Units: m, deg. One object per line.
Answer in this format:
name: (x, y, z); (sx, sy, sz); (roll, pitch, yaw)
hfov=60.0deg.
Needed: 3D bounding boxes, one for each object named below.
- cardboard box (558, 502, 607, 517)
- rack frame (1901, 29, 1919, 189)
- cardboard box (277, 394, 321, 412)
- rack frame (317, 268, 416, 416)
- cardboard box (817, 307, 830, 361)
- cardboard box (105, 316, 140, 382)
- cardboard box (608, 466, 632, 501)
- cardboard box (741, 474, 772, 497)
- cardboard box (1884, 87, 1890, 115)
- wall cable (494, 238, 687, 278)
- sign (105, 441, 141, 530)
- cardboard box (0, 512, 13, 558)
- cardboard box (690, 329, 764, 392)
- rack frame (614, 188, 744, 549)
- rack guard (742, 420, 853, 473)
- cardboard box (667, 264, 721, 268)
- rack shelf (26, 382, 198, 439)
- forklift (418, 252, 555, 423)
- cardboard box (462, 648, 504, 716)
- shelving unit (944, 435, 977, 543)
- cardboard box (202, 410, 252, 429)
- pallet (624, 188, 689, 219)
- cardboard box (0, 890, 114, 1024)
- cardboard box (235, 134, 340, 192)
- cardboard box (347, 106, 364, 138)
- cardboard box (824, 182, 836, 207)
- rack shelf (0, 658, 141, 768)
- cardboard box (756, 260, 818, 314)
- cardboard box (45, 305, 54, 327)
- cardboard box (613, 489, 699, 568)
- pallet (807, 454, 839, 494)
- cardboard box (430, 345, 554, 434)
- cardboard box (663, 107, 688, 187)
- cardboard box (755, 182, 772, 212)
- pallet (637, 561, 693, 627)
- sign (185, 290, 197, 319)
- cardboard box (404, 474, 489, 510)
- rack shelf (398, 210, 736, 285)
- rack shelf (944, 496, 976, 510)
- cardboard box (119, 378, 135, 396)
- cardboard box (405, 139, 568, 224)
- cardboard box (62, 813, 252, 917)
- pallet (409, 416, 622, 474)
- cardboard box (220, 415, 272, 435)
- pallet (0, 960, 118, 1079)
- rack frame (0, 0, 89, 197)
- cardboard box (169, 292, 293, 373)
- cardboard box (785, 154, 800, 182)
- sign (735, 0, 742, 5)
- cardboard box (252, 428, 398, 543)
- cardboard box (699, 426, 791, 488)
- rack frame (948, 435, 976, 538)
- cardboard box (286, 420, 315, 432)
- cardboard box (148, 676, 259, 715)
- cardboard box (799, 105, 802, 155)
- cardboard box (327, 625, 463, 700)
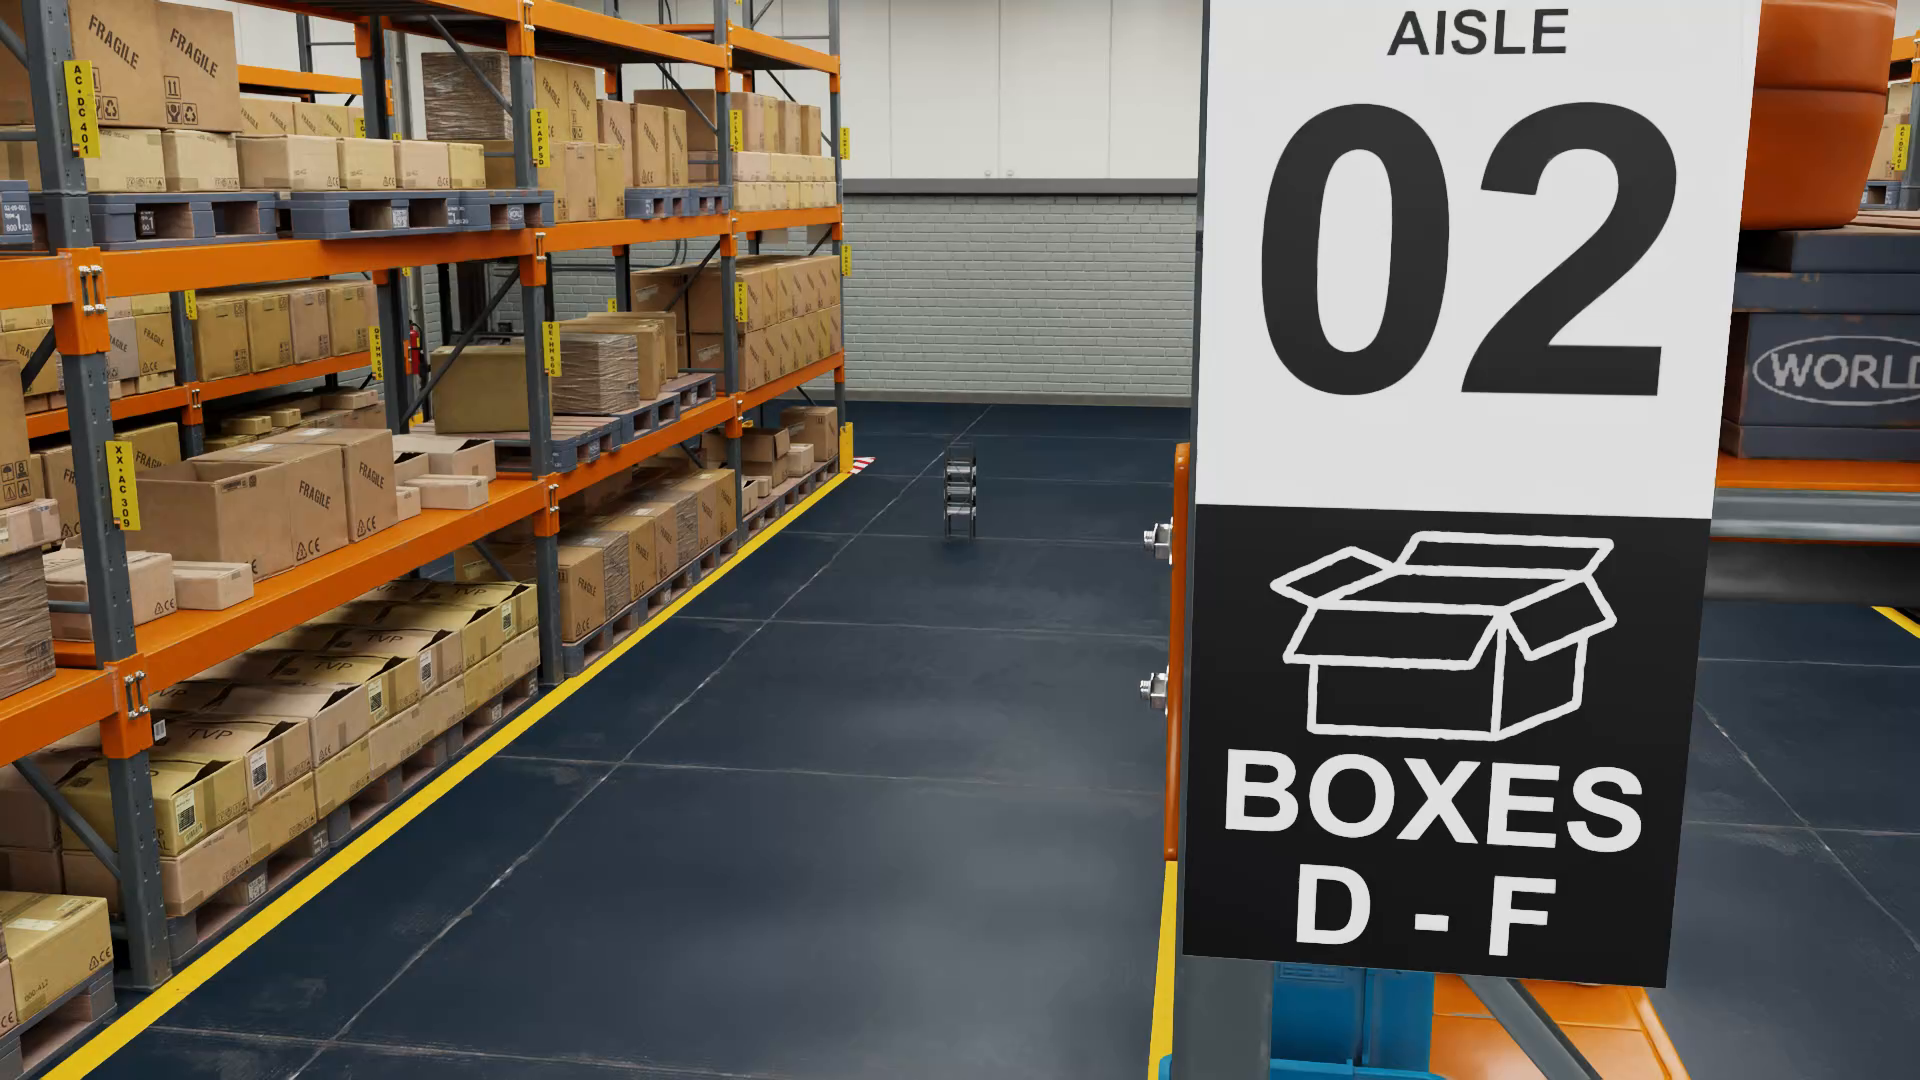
cardboard box: (-2.908, 0.003, 12.250); (0.500, 0.500, 0.500); (1, 12, 7)
rack frame: (7.429, -4.028, 11.825); (1.000, 3.000, 0.127); (2, 12, 9)
cardboard box: (-6.943, -1.436, 17.434); (0.380, 0.149, 0.250); (2, 12, 9)
rack frame: (-6.639, -2.410, 18.555); (1.000, 3.000, 0.127); (2, 12, 9)
cardboard box: (-1.620, -2.089, 16.828); (0.500, 0.500, 0.500); (2, 12, 9)
cardboard box: (-7.145, -1.570, 13.669); (0.500, 0.500, 0.500); (2, 12, 9)
cardboard box: (-2.828, -0.476, 12.692); (0.500, 0.250, 0.500); (2, 12, 9)
cardboard box: (-1.958, -0.508, 15.412); (0.380, 0.166, 0.250); (2, 12, 9)
cardboard box: (7.723, -3.644, 13.911); (0.500, 0.250, 0.500); (1, 12, 7)
wall cable: (-5.416, -4.990, 23.660); (3.097, 2.526, 0.112); (2, 12, 9)
sign: (-3.041, -0.196, 6.041); (0.100, 0.325, 0.005); (2, 12, 9)
cardboard box: (-3.460, -0.003, 5.611); (0.380, 0.149, 0.250); (2, 12, 7)
cardboard box: (-2.012, -1.564, 14.391); (0.500, 0.500, 0.500); (2, 12, 10)
rack frame: (-2.359, -1.417, 13.950); (1.000, 3.000, 0.127); (2, 12, 9)
rack guard: (-1.756, -1.012, 18.004); (1.175, 0.500, 0.348); (2, 12, 9)
cardboard box: (-2.383, -2.280, 15.344); (0.500, 0.500, 0.500); (2, 12, 9)
rack shelf: (-7.562, -0.809, 12.835); (1.077, 0.370, 4.000); (2, 12, 9)
forklift: (-4.583, -1.820, 15.981); (1.130, 2.935, 3.031); (3, 12, 12)
cardboard box: (-2.890, 0.779, 9.289); (0.500, 0.250, 0.500); (2, 12, 8)
shelving unit: (0.001, -0.442, 14.406); (0.258, 0.900, 0.210); (2, 12, 9)
cardboard box: (-7.138, -1.171, 16.203); (0.380, 0.149, 0.250); (1, 12, 7)
pallet: (-2.685, -2.442, 12.032); (1.213, 0.211, 1.003); (2, 12, 9)
cardboard box: (-3.445, 1.490, 5.988); (0.500, 0.250, 0.500); (2, 12, 9)
cardboard box: (-3.235, -1.746, 7.716); (0.500, 0.250, 0.500); (1, 12, 4)
cardboard box: (-6.482, -4.262, 17.373); (0.500, 0.500, 0.500); (2, 12, 8)
cardboard box: (-1.563, -3.528, 16.978); (0.500, 0.250, 0.500); (2, 12, 9)
rack shelf: (-3.897, 1.016, 4.367); (1.077, 0.370, 4.000); (2, 12, 9)
cardboard box: (-1.693, -2.473, 16.237); (0.500, 0.500, 0.500); (2, 12, 10)
cardboard box: (-7.240, -1.830, 13.094); (0.500, 0.250, 0.500); (2, 12, 10)
cardboard box: (-2.314, -0.092, 12.687); (0.500, 0.500, 0.500); (2, 12, 9)
pallet: (-1.877, -0.705, 17.264); (1.003, 0.211, 1.213); (2, 12, 9)
cardboard box: (-2.989, -0.974, 10.657); (0.700, 0.500, 0.500); (-2, 12, -10)
cardboard box: (-2.510, -3.084, 13.094); (0.600, 0.600, 0.600); (1, 12, 3)
cardboard box: (-1.959, -3.008, 14.565); (0.500, 0.250, 0.500); (2, 12, 9)
pallet: (-2.632, 0.371, 12.271); (1.003, 0.211, 1.213); (2, 12, 9)
sign: (-6.717, -2.089, 14.506); (0.100, 0.325, 0.005); (2, 12, 9)
cardboard box: (-2.840, -0.266, 9.203); (0.380, 0.149, 0.250); (2, 12, 9)
rack shelf: (-2.667, -2.116, 11.778); (1.077, 0.370, 4.000); (2, 12, 9)
rack shelf: (0.001, -0.321, 14.432); (0.258, 0.077, 0.200); (2, 12, 9)
cardboard box: (-7.127, -1.279, 13.856); (0.380, 0.149, 0.250); (2, 12, 10)
cardboard box: (-2.941, -2.192, 10.187); (0.910, 0.500, 0.500); (2, 12, 9)
cardboard box: (-3.283, 1.311, 6.821); (0.500, 0.250, 0.500); (2, 12, 7)
pallet: (-2.940, -0.634, 10.772); (1.213, 0.211, 1.003); (2, 12, 9)
cardboard box: (-6.805, -1.095, 15.853); (0.380, 0.149, 0.250); (2, 12, 11)
pallet: (-3.753, 1.775, 5.755); (1.003, 0.211, 1.213); (2, 12, 9)
rack frame: (-3.590, -2.685, 5.591); (1.000, 3.000, 0.127); (2, 12, 9)
cardboard box: (-7.037, -1.988, 15.886); (0.980, 0.700, 0.700); (2, 12, 7)
cardboard box: (-1.799, -3.460, 15.477); (0.500, 0.250, 0.500); (2, 12, 9)
sign: (-2.280, -5.696, 17.157); (0.100, 0.325, 0.005); (2, 12, 9)
cardboard box: (-3.216, -0.284, 8.453); (0.500, 0.500, 0.500); (1, 12, 6)
cardboard box: (-2.075, -0.803, 15.982); (0.797, 0.503, 0.637); (2, 12, 9)
rack frame: (0.017, -0.463, 14.505); (0.240, 0.900, 0.006); (2, 12, 9)
cardboard box: (-6.877, -0.924, 16.598); (0.700, 0.500, 0.500); (2, 12, 10)
cardboard box: (-3.658, 0.807, 7.829); (0.500, 0.311, 0.500); (2, 12, 8)
cardboard box: (-1.967, -4.045, 16.413); (0.700, 0.500, 0.500); (2, 12, 9)
cardboard box: (-2.966, 0.610, 8.740); (0.500, 0.311, 0.500); (2, 12, 8)
